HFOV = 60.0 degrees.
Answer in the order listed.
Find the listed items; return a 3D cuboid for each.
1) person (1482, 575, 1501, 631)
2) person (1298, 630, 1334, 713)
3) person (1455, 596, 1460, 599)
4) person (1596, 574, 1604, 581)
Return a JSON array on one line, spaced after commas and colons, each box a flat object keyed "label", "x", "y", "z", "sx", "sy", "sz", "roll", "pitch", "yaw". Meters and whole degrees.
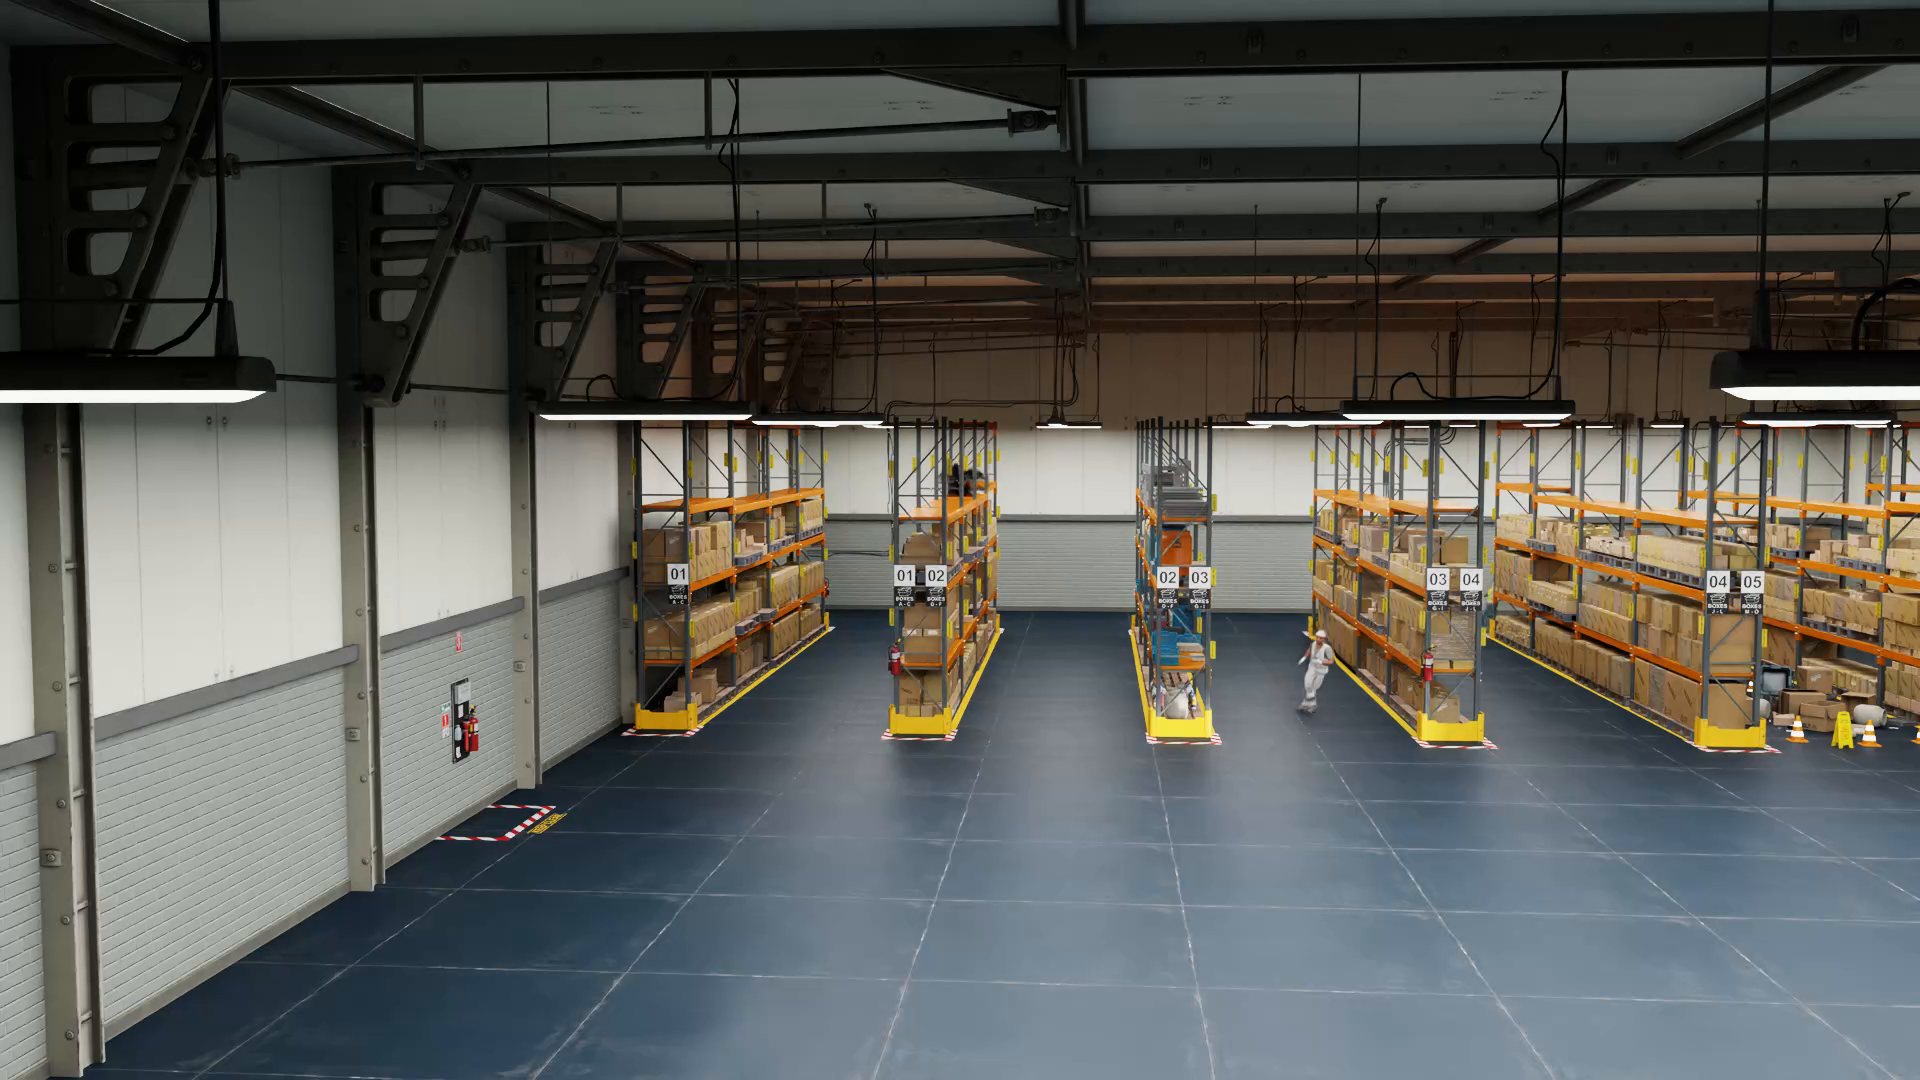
[{"label": "person", "x": 15.157, "y": 1.778, "z": 47.425, "sx": 0.745, "sy": 1.692, "sz": 0.772, "roll": 1, "pitch": 4, "yaw": 9}, {"label": "person", "x": 7.207, "y": 2.649, "z": 33.736, "sx": 0.806, "sy": 1.677, "sz": 0.721, "roll": 2, "pitch": 4, "yaw": 26}, {"label": "person", "x": 13.570, "y": 1.951, "z": 44.813, "sx": 0.661, "sy": 1.705, "sz": 0.929, "roll": 0, "pitch": 4, "yaw": 0}, {"label": "person", "x": 18.344, "y": 1.808, "z": 47.666, "sx": 0.854, "sy": 1.654, "sz": 0.609, "roll": 0, "pitch": 4, "yaw": 0}]
